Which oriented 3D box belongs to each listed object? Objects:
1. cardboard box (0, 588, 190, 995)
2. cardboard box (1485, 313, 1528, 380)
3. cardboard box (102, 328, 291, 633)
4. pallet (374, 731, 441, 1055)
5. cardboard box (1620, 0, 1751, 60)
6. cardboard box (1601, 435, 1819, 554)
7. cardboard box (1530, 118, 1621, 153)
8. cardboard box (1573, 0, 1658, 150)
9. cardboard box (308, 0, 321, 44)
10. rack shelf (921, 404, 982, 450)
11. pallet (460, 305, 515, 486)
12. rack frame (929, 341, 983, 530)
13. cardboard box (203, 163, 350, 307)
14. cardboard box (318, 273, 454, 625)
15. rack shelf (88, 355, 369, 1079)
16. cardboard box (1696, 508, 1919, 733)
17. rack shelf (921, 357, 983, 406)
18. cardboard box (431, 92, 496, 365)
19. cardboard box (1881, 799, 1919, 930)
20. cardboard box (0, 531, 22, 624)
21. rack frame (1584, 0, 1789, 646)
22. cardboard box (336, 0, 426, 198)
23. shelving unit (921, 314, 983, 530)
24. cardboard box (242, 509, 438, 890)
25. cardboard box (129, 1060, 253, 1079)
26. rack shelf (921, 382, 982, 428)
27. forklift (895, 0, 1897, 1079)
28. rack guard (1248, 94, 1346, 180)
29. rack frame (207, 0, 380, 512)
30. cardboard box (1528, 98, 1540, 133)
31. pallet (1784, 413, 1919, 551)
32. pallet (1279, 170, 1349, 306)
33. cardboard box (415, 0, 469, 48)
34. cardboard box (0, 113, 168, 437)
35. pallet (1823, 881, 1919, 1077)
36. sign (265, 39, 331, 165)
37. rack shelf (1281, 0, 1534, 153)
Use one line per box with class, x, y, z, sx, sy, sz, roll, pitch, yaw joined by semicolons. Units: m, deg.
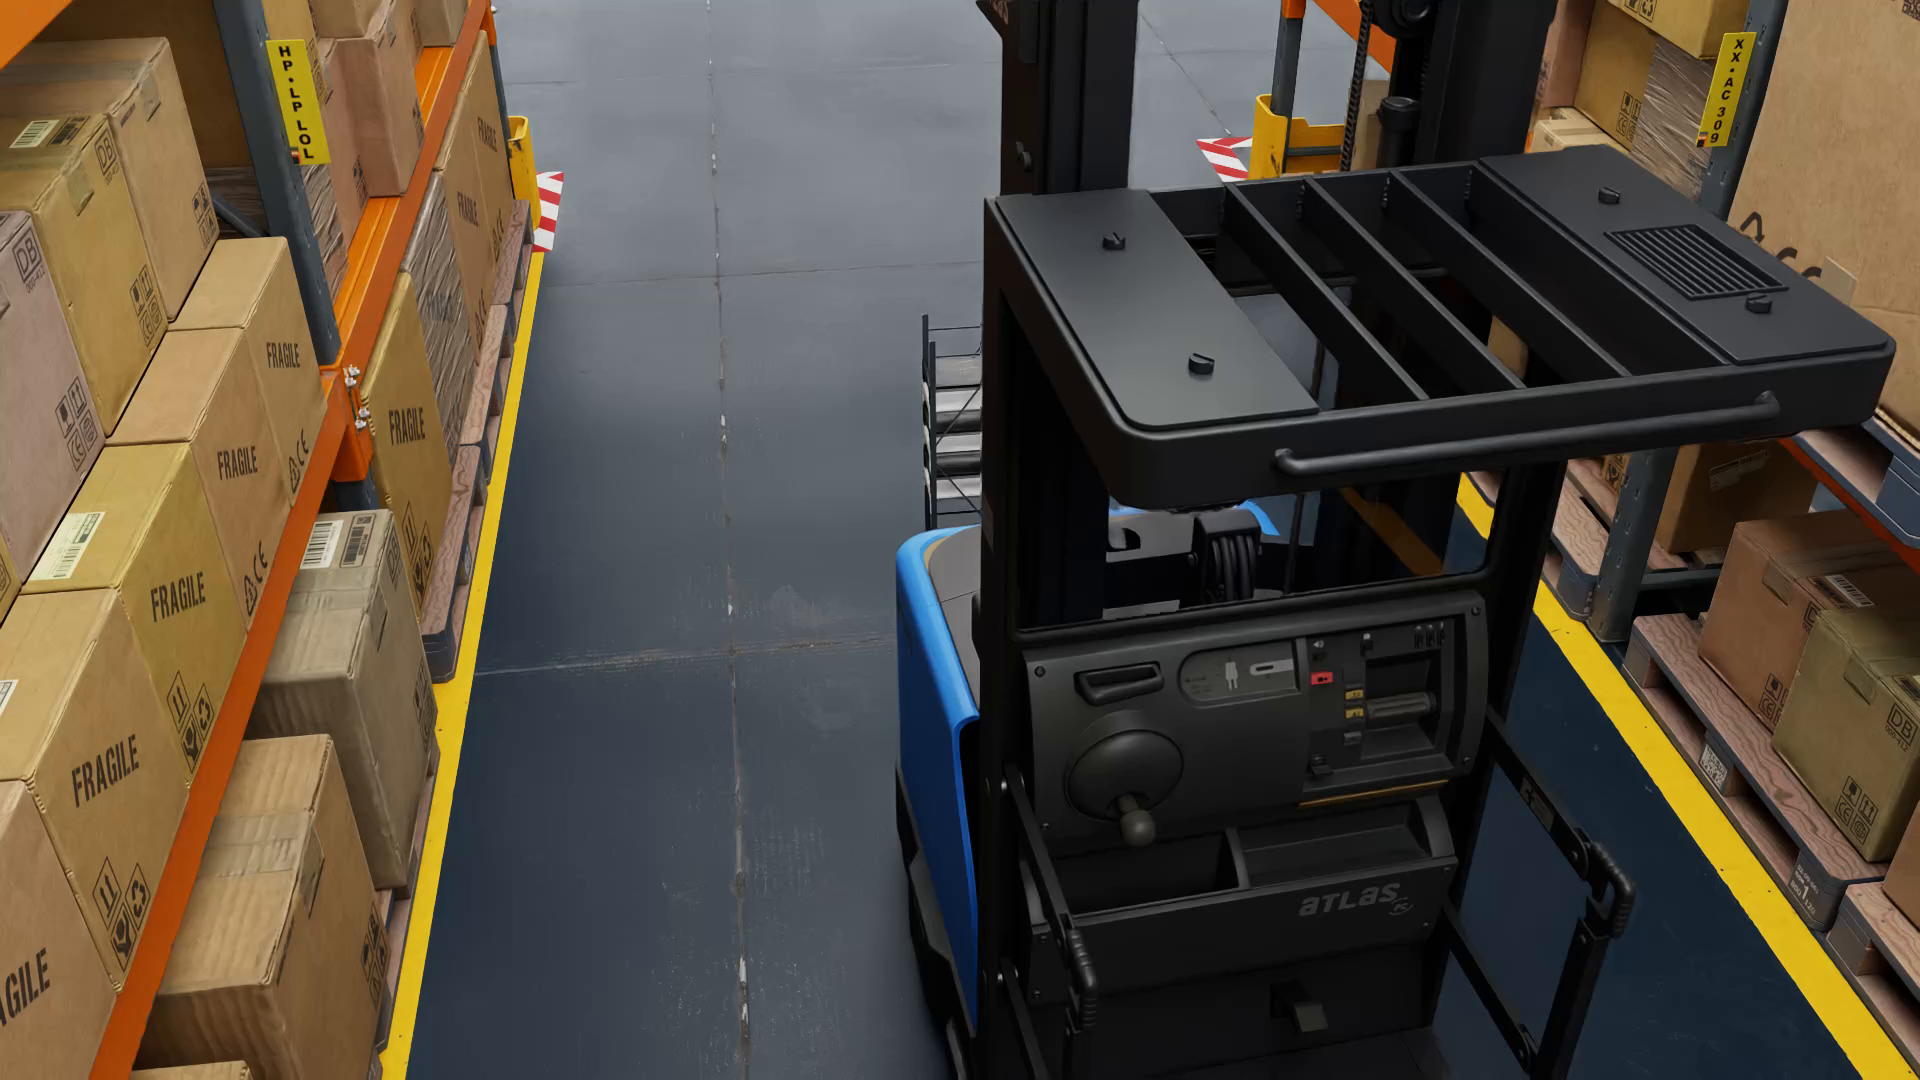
cardboard box;-1.698;0.447;2.842;0.500;0.500;0.500;-5;35;-7
cardboard box;2.429;-0.976;6.865;0.500;0.500;0.500;-7;35;-11
cardboard box;-1.836;-0.118;3.671;0.500;0.500;0.500;-5;35;-7
pallet;-2.061;0.947;4.673;1.003;0.211;1.213;-4;35;-6
cardboard box;2.356;-1.757;4.924;0.500;0.500;0.500;-4;35;-6
cardboard box;2.675;-0.316;5.897;0.500;0.500;0.500;-5;35;-8
cardboard box;2.227;-1.358;5.803;0.380;0.149;0.250;-4;35;-6
cardboard box;2.658;-1.651;5.656;0.875;0.500;0.500;-4;35;-6
cardboard box;-2.444;-1.645;4.908;0.875;0.550;0.550;-4;35;-6
rack shelf;0.001;-0.414;5.958;0.258;0.077;0.200;-4;35;-6
pallet;-2.431;-0.590;6.929;1.003;0.211;1.213;-4;35;-6
rack frame;0.015;-0.311;5.907;0.240;0.900;0.006;-4;35;-6
cardboard box;-2.301;-0.897;4.769;0.875;0.550;0.550;-4;35;-6
cardboard box;-2.255;-0.282;5.514;0.875;0.875;0.875;-4;34;-6
rack shelf;-1.970;0.783;3.076;1.077;0.370;4.000;-4;35;-6
cardboard box;2.750;0.246;5.054;0.700;0.500;0.500;-7;35;-10
rack shelf;0.001;-0.563;5.857;0.258;0.077;0.200;-4;35;-6
cardboard box;-2.500;-1.293;6.998;0.875;0.875;0.875;-5;35;-7
cardboard box;2.872;0.826;4.203;0.700;0.500;0.500;-7;35;-10
cardboard box;-1.961;0.043;2.547;0.700;0.500;0.500;-5;35;-7
rack frame;2.689;-0.949;4.979;1.000;3.000;0.127;-4;35;-6
cardboard box;-2.353;-1.512;5.672;0.875;0.550;0.550;-4;35;-6
shelving unit;0.001;-0.367;5.990;0.258;0.900;0.210;-4;35;-6
cardboard box;-2.067;0.466;4.528;1.050;0.750;0.750;-5;35;-7
cardboard box;-1.815;1.524;2.975;1.050;0.750;0.750;-4;34;-6
rack shelf;0.001;-0.489;5.907;0.258;0.077;0.200;-4;35;-6
forklift;0.632;0.409;3.047;1.130;2.935;3.031;-7;35;-10
rack guard;2.161;-2.106;8.896;1.175;0.500;0.348;-4;35;-6
rack frame;-2.239;-0.630;4.511;1.000;3.000;0.127;-4;35;-6
cardboard box;2.250;-1.644;6.223;0.380;0.149;0.250;-4;35;-6
pallet;2.648;-0.432;4.391;1.003;0.211;1.213;-4;35;-6
pallet;2.236;-1.531;8.309;1.003;0.211;1.213;-4;35;-6
cardboard box;-2.587;-2.415;6.997;0.875;0.550;0.550;-4;35;-6
cardboard box;-2.096;-0.521;3.374;0.700;0.500;0.500;-5;35;-7
pallet;2.963;1.320;4.126;1.003;0.211;1.213;-4;35;-6
sign;-1.703;-1.122;4.275;0.100;0.325;0.005;-4;35;-6
rack shelf;2.420;-1.768;6.820;1.077;0.370;4.000;-4;35;-6
